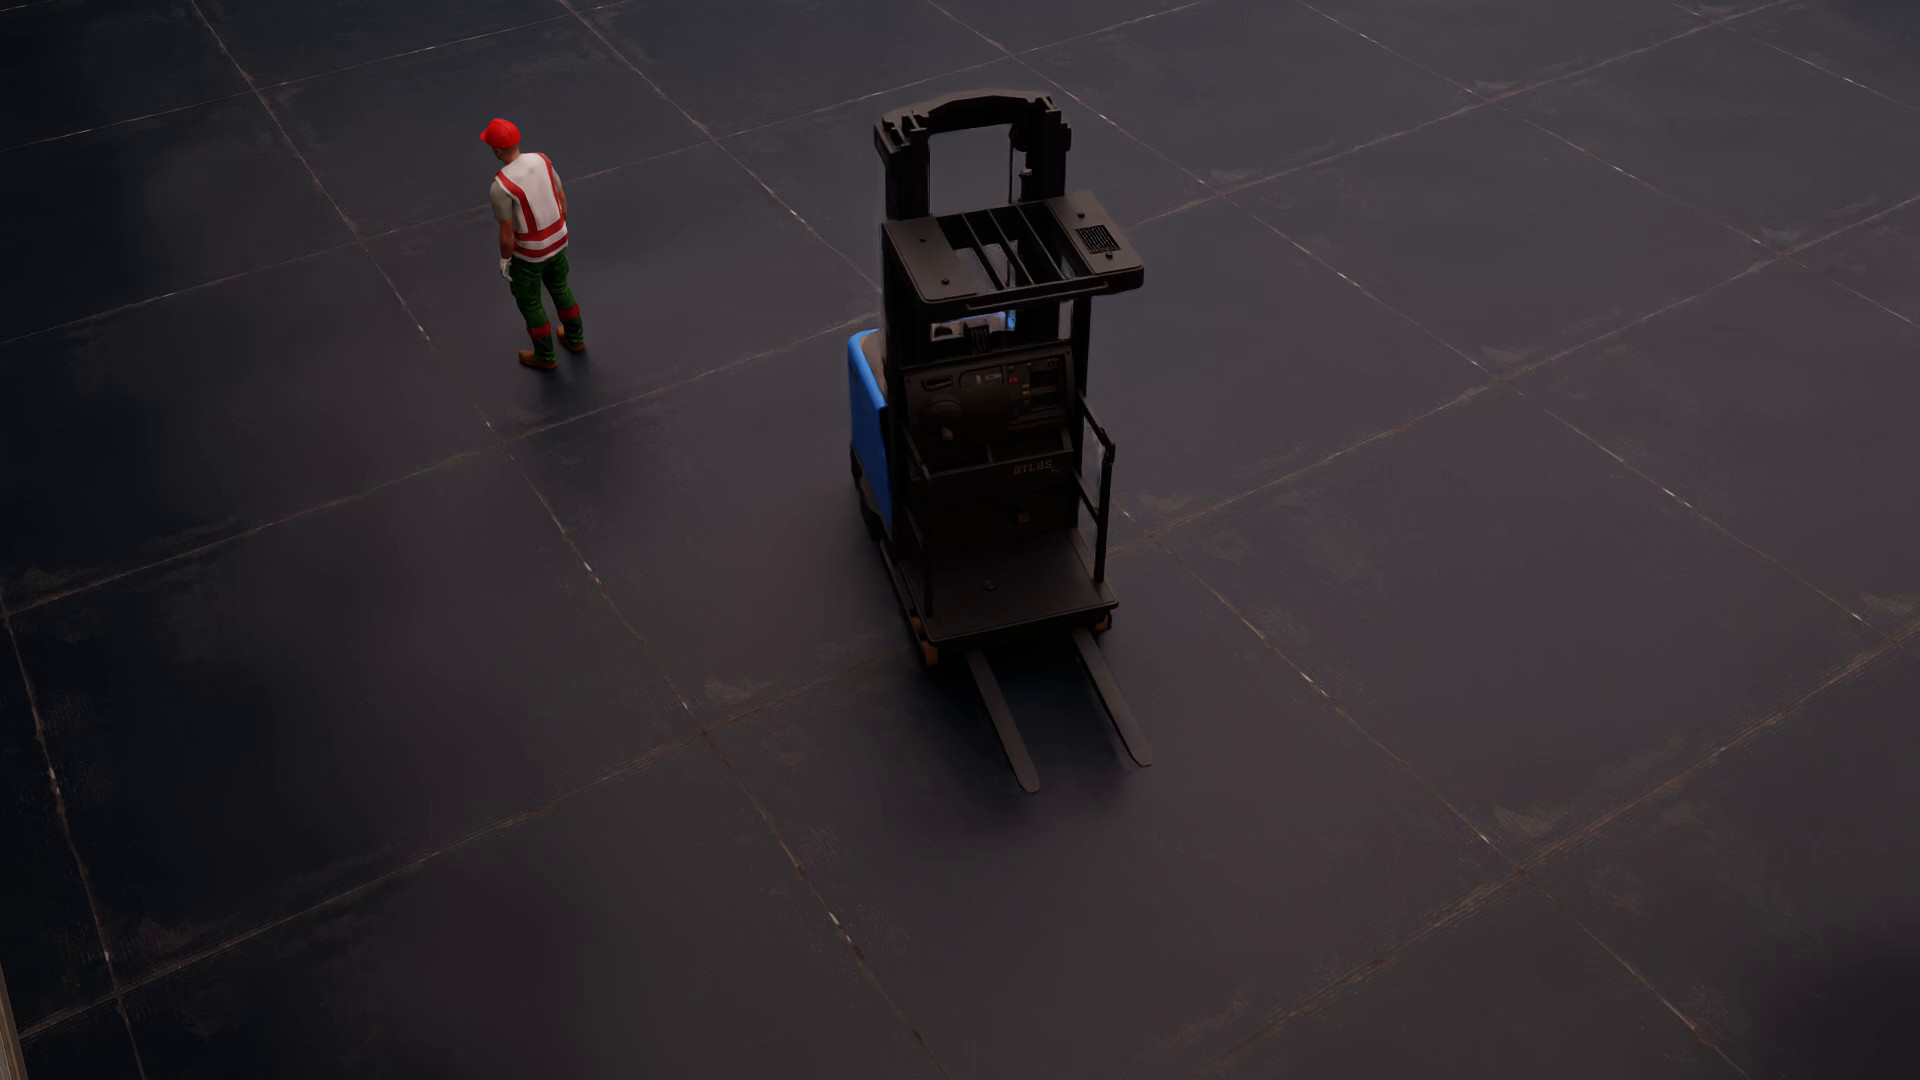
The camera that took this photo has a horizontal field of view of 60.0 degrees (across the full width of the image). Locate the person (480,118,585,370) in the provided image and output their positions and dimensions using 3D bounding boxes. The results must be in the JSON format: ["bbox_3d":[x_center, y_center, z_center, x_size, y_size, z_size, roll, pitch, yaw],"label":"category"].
[{"bbox_3d":[-2.822,-1.950,10.983,0.452,1.777,0.608,24,47,25],"label":"person"}]

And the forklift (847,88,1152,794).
[{"bbox_3d":[0.224,-0.686,8.656,1.130,2.935,3.031,-11,42,-12],"label":"forklift"}]
